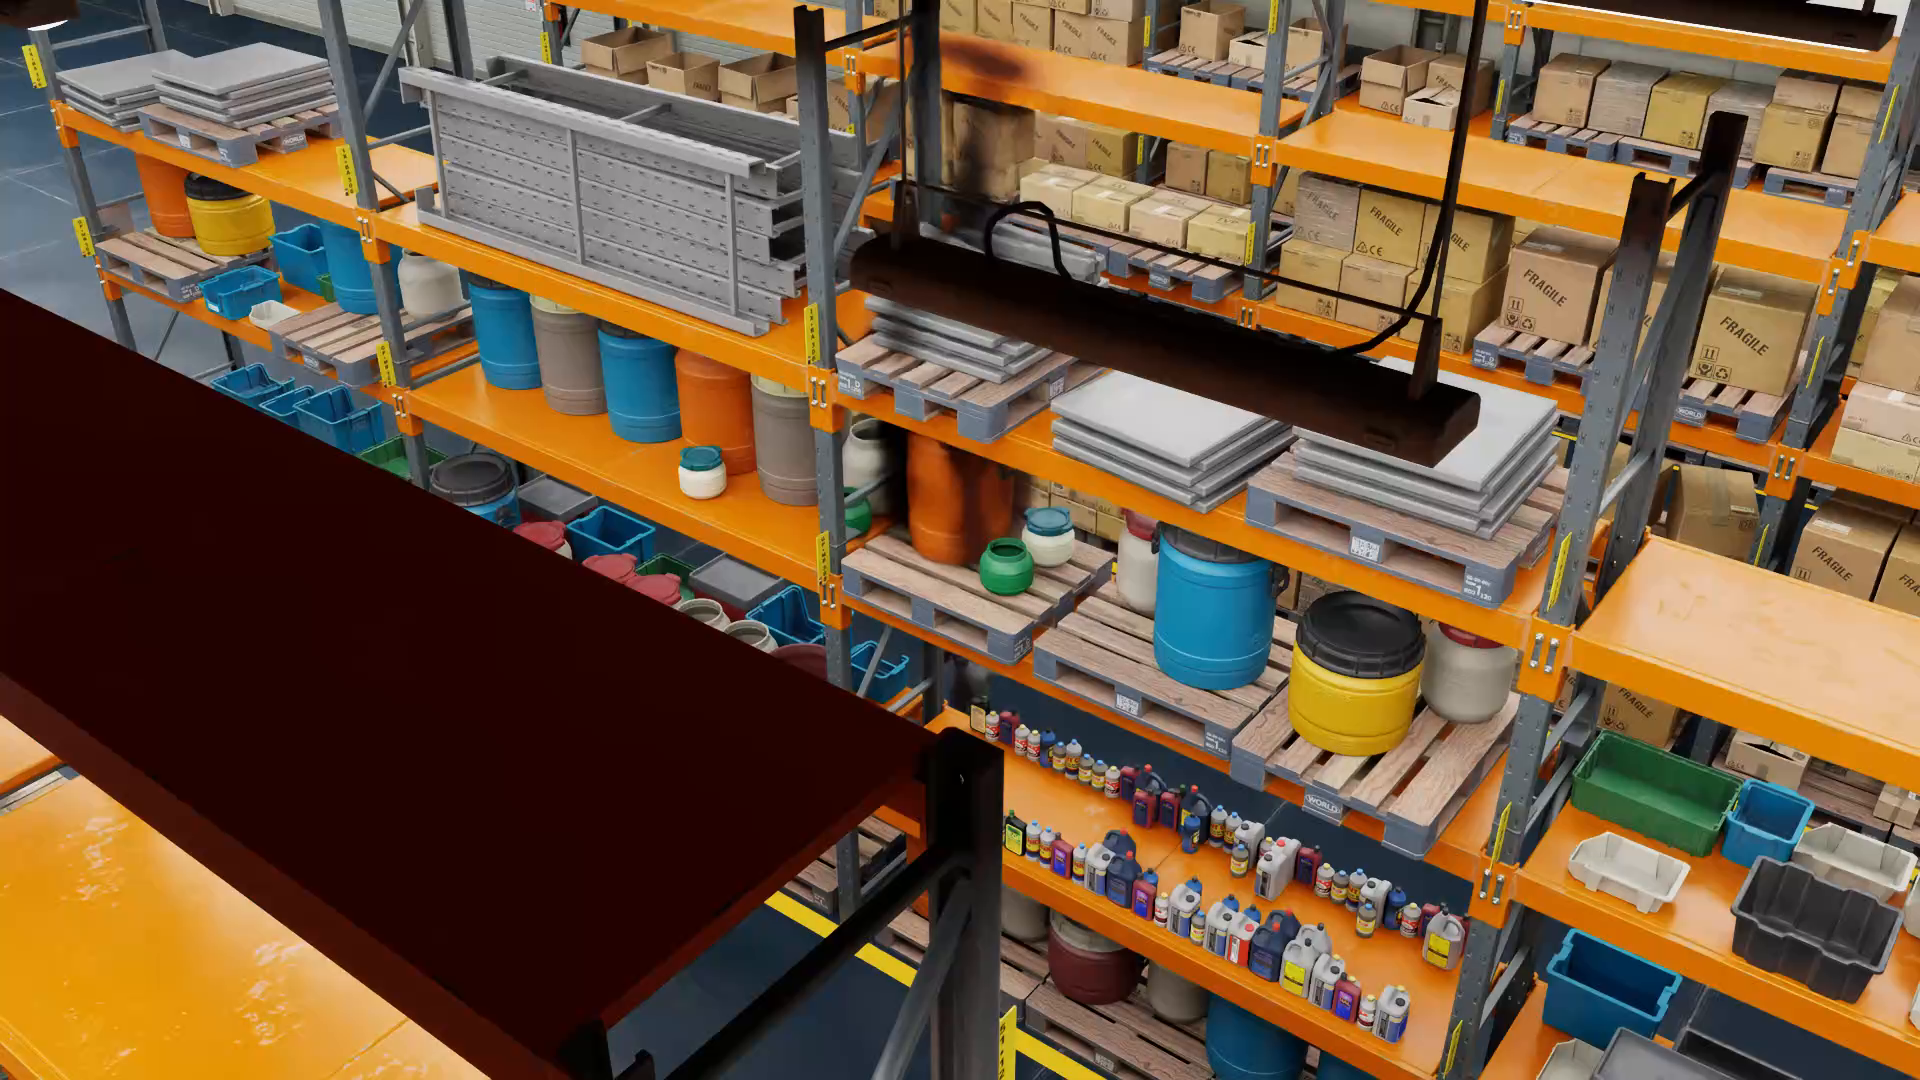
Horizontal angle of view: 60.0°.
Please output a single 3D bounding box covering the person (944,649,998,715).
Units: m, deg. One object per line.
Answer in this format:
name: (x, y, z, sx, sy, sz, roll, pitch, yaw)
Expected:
person: (0.169, 1.033, 12.125, 0.978, 1.615, 0.612, 27, 40, 36)
